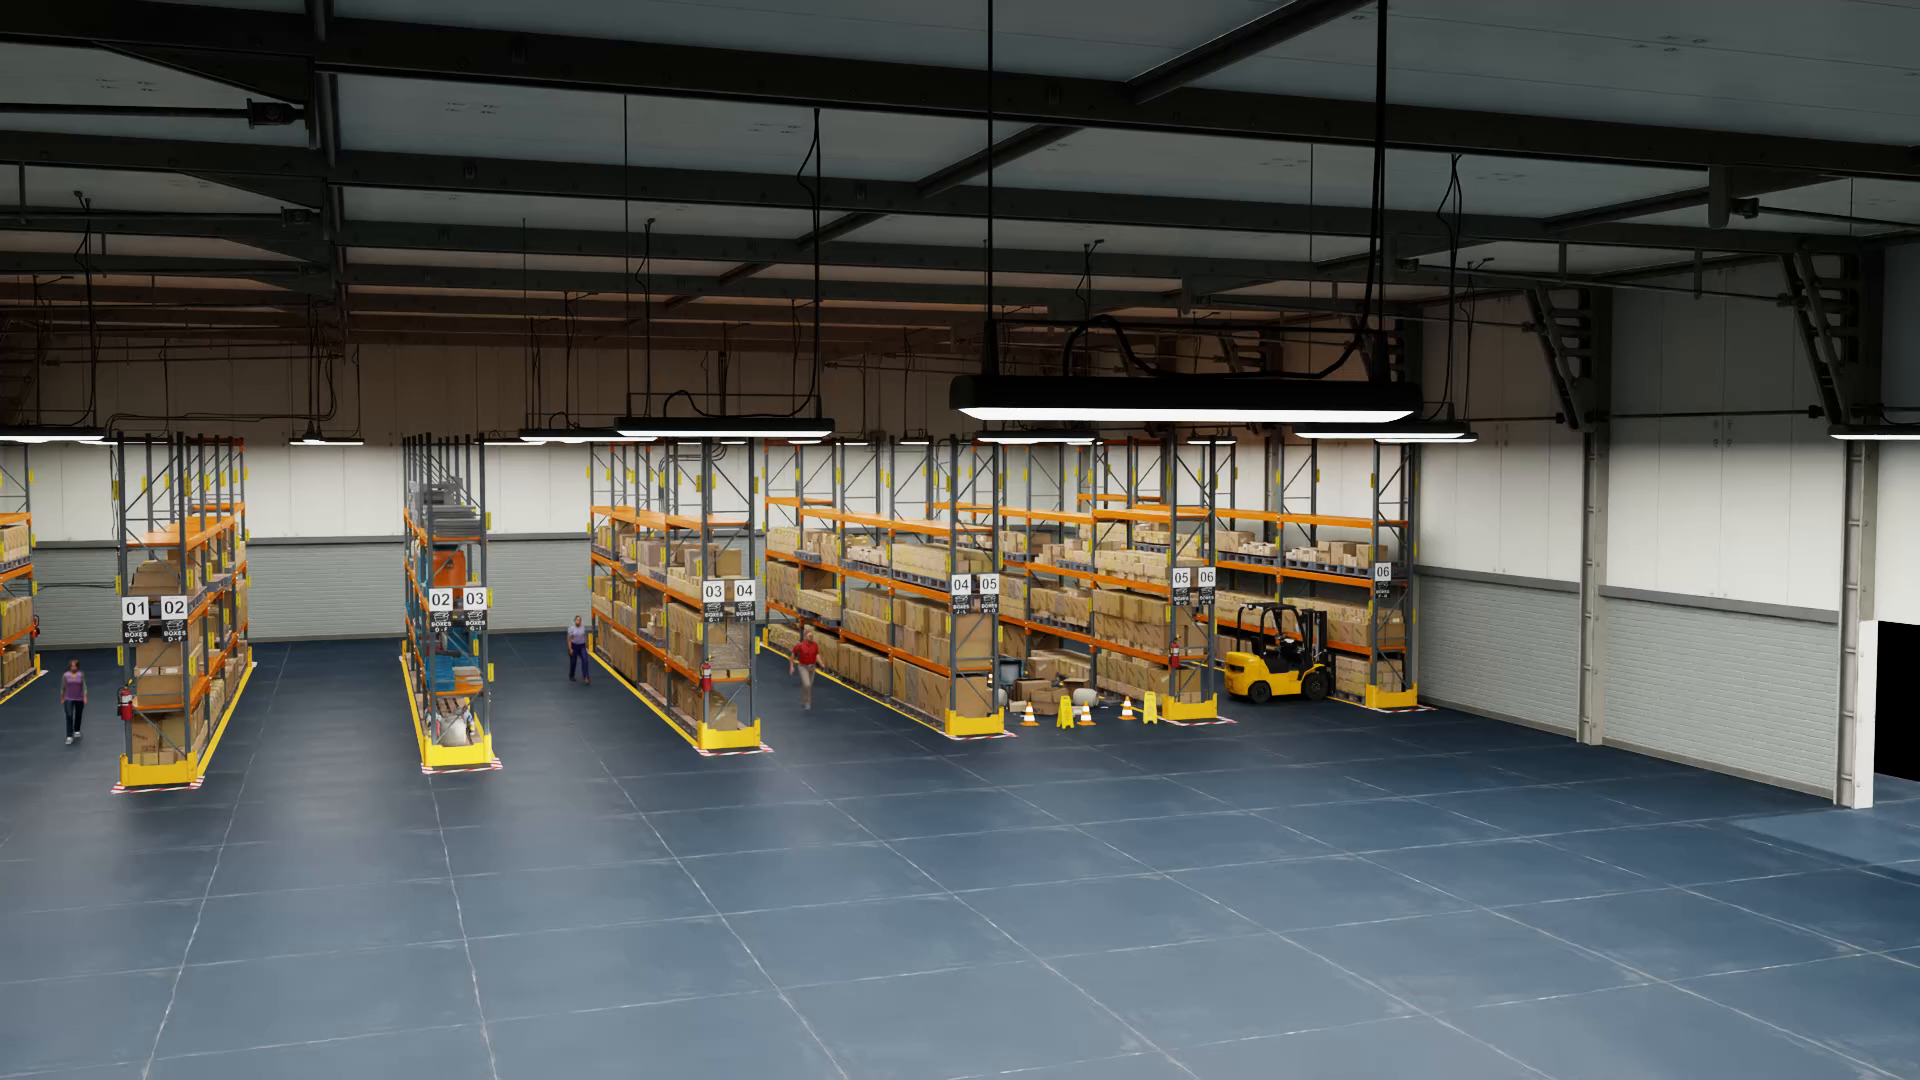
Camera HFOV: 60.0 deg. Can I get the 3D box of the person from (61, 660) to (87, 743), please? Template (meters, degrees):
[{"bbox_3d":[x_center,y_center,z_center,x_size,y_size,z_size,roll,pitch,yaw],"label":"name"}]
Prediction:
[{"bbox_3d":[-17.323,3.132,32.522,0.441,1.579,0.810,-2,4,-37],"label":"person"}]

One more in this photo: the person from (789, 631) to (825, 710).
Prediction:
[{"bbox_3d":[-3.400,2.882,36.703,0.677,1.756,0.815,-3,4,-42],"label":"person"}]

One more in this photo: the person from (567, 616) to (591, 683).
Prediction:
[{"bbox_3d":[-9.296,2.655,40.532,0.509,1.619,0.837,-2,4,-32],"label":"person"}]
